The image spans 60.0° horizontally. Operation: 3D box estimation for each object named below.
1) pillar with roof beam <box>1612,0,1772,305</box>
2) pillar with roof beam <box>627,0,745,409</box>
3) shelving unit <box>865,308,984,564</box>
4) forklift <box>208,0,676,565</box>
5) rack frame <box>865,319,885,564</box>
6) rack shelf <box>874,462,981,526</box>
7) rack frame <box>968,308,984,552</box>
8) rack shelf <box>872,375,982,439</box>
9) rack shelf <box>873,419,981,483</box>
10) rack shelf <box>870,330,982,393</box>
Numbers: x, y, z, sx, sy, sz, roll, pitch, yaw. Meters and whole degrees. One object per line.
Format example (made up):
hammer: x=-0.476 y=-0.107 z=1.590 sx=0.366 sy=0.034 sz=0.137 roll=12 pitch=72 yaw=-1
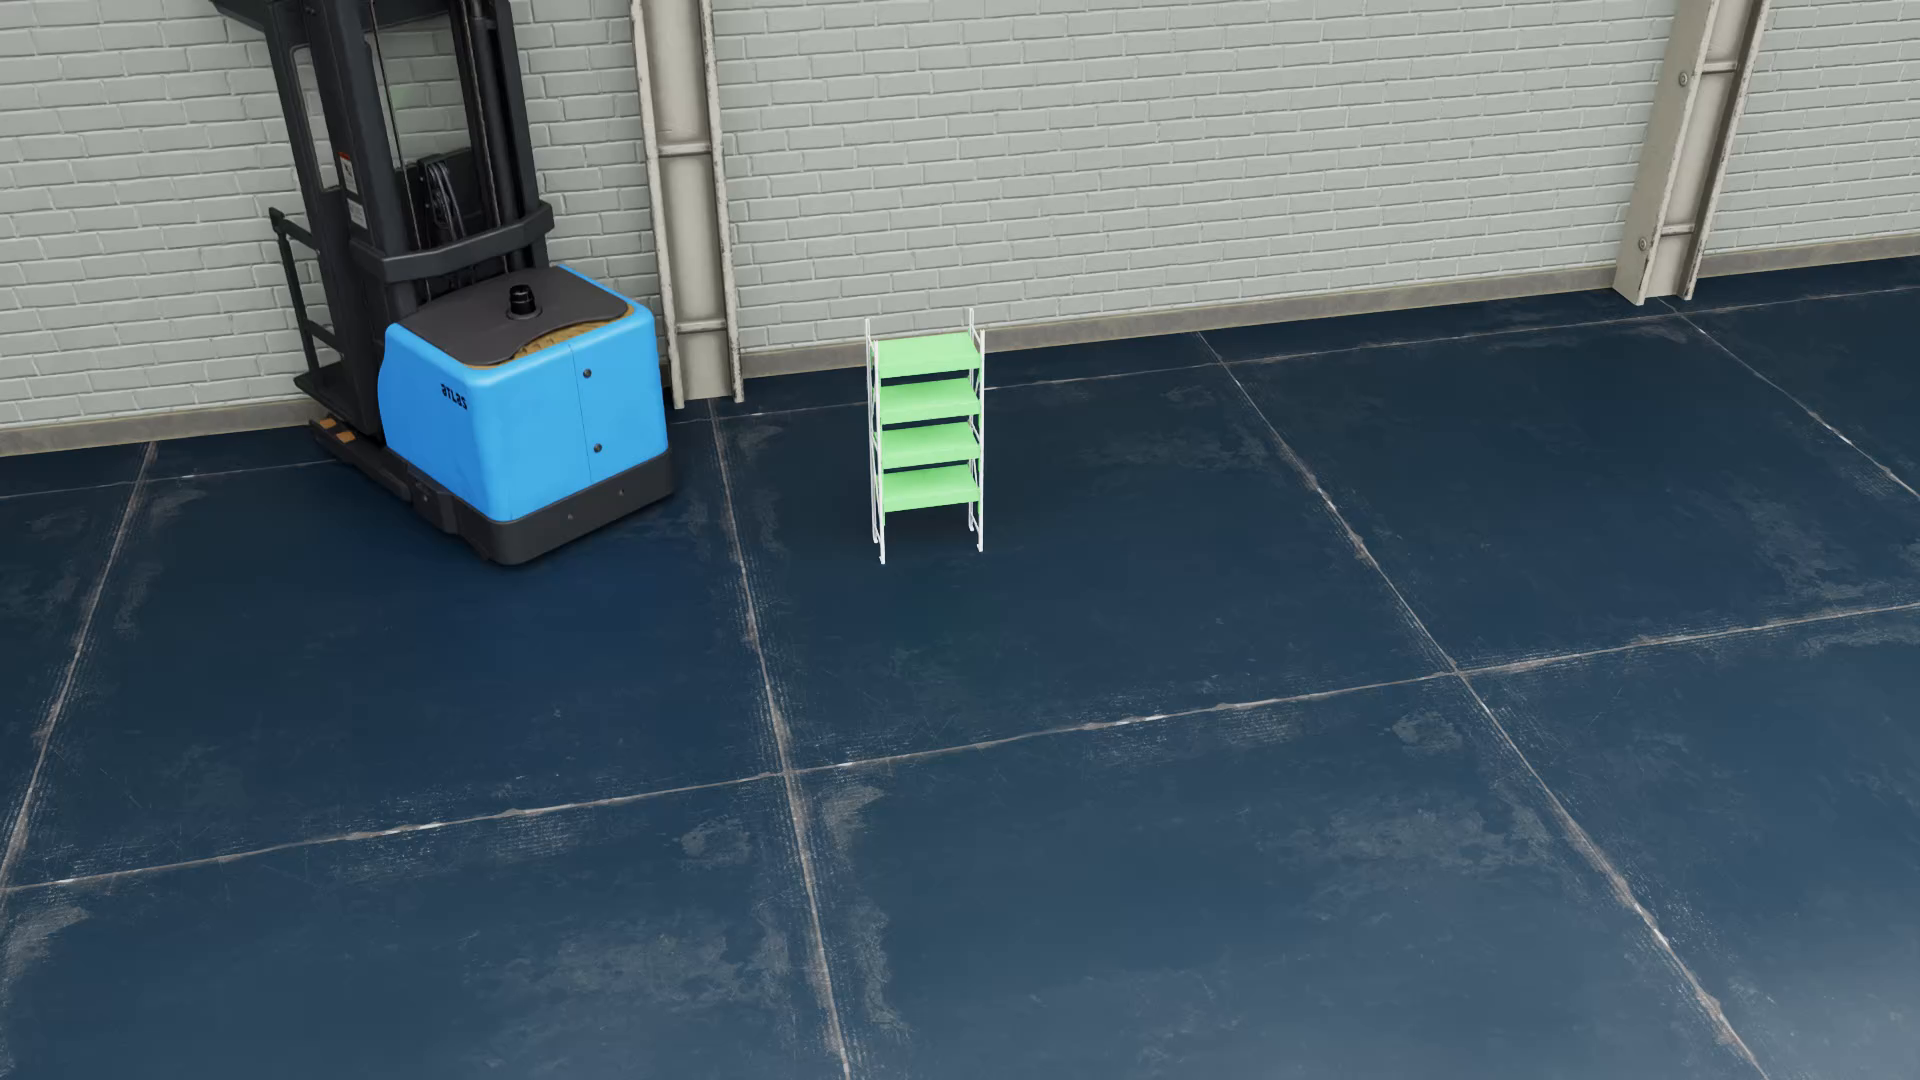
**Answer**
pillar with roof beam: x=5.354 y=-2.978 z=4.612 sx=0.400 sy=9.000 sz=9.100 roll=-7 pitch=35 yaw=-11
pillar with roof beam: x=-0.498 y=-2.241 z=3.513 sx=0.400 sy=9.000 sz=9.100 roll=-7 pitch=35 yaw=-11
shelving unit: x=-0.161 y=-0.478 z=7.885 sx=0.503 sy=1.200 sz=0.258 roll=-7 pitch=35 yaw=-11
forklift: x=-2.856 y=-1.814 z=8.323 sx=3.031 sy=2.935 sz=1.130 roll=29 pitch=43 yaw=36
rack frame: x=-0.399 y=-0.448 z=7.841 sx=0.015 sy=1.200 sz=0.240 roll=-7 pitch=35 yaw=-11
rack shelf: x=-0.161 y=-0.226 z=8.055 sx=0.480 sy=0.148 sz=0.258 roll=-7 pitch=35 yaw=-11
rack frame: x=0.077 y=-0.508 z=7.930 sx=0.015 sy=1.200 sz=0.240 roll=-7 pitch=35 yaw=-11
rack shelf: x=-0.161 y=-0.624 z=7.787 sx=0.480 sy=0.148 sz=0.258 roll=-7 pitch=35 yaw=-11
rack shelf: x=-0.161 y=-0.425 z=7.921 sx=0.480 sy=0.148 sz=0.258 roll=-7 pitch=35 yaw=-11
rack shelf: x=-0.161 y=-0.823 z=7.653 sx=0.480 sy=0.148 sz=0.258 roll=-7 pitch=35 yaw=-11
